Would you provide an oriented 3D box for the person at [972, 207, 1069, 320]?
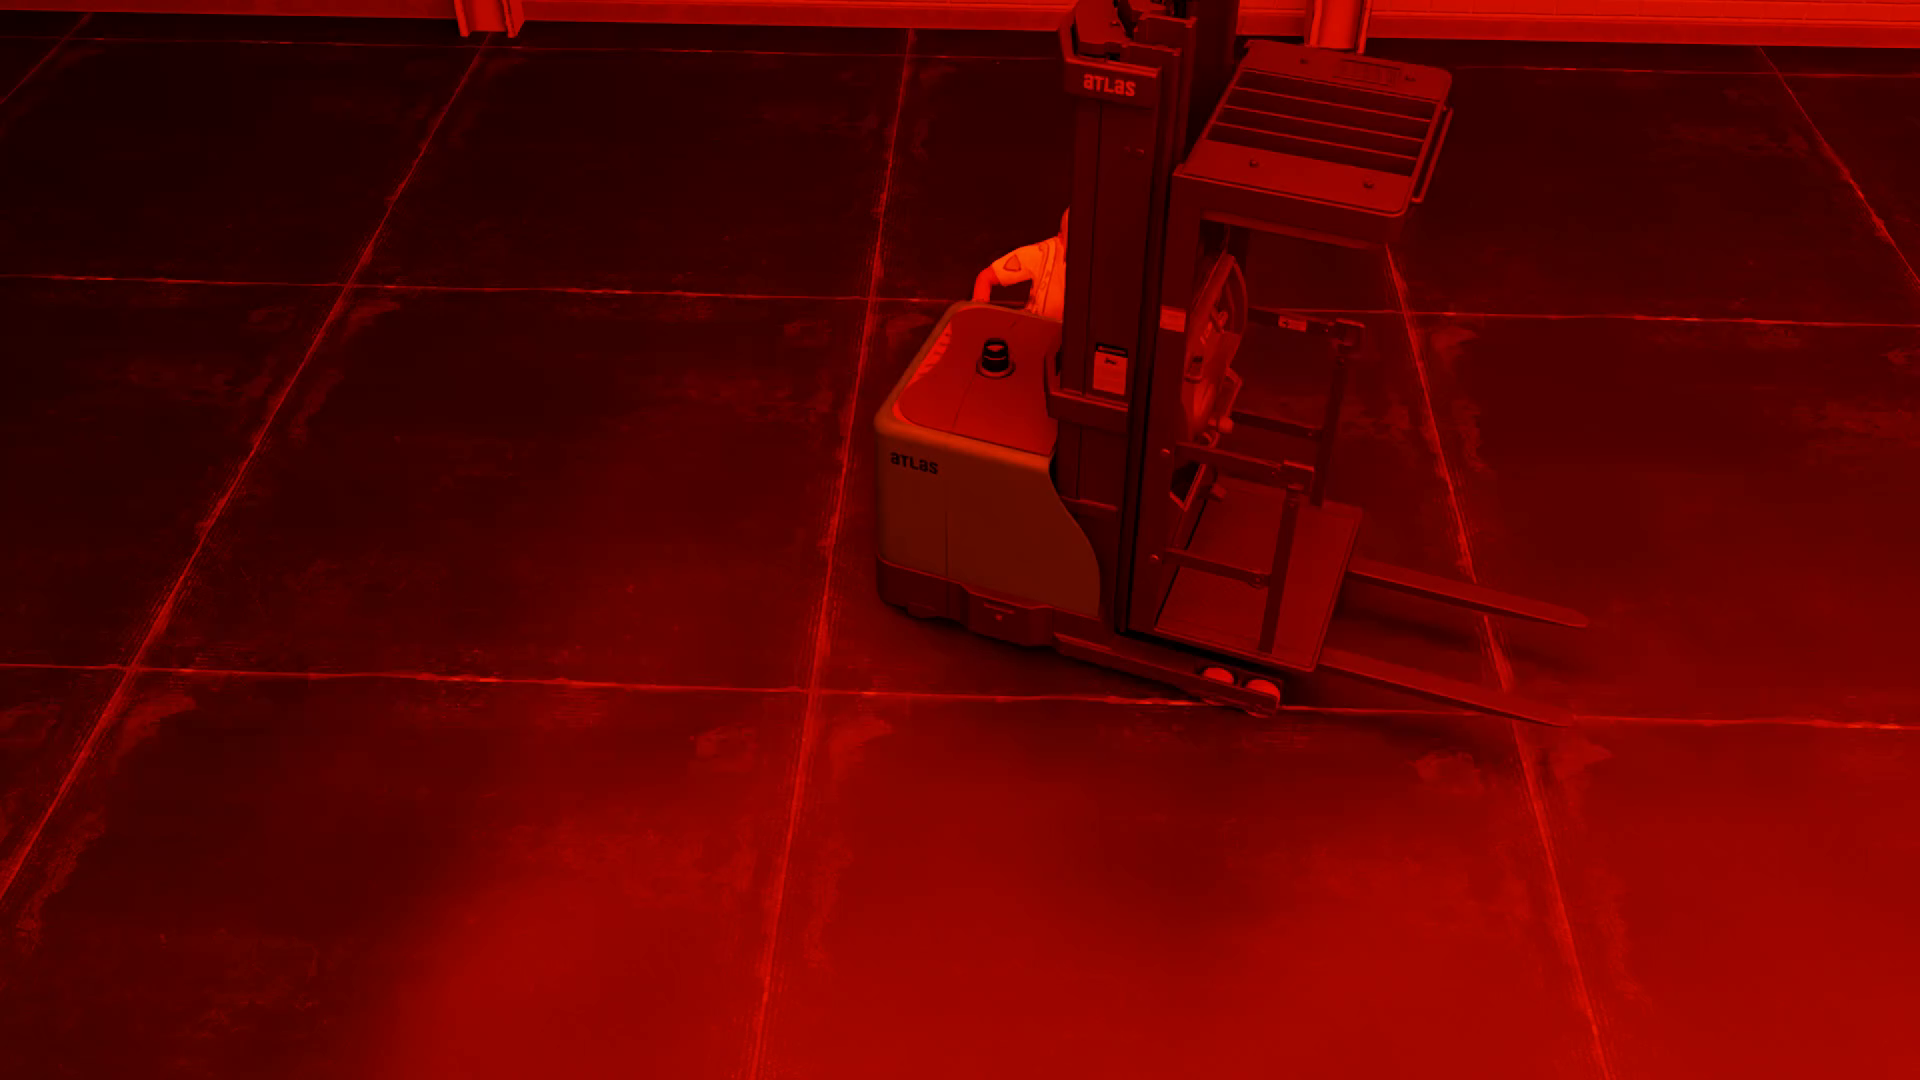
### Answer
[{"bbox_3d":[0.499,-0.799,7.723,0.900,1.428,0.824,-7,43,-8],"label":"person"}]

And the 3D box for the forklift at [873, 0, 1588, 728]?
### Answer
[{"bbox_3d":[1.193,-0.734,6.547,3.031,2.935,1.130,14,44,15],"label":"forklift"}]
